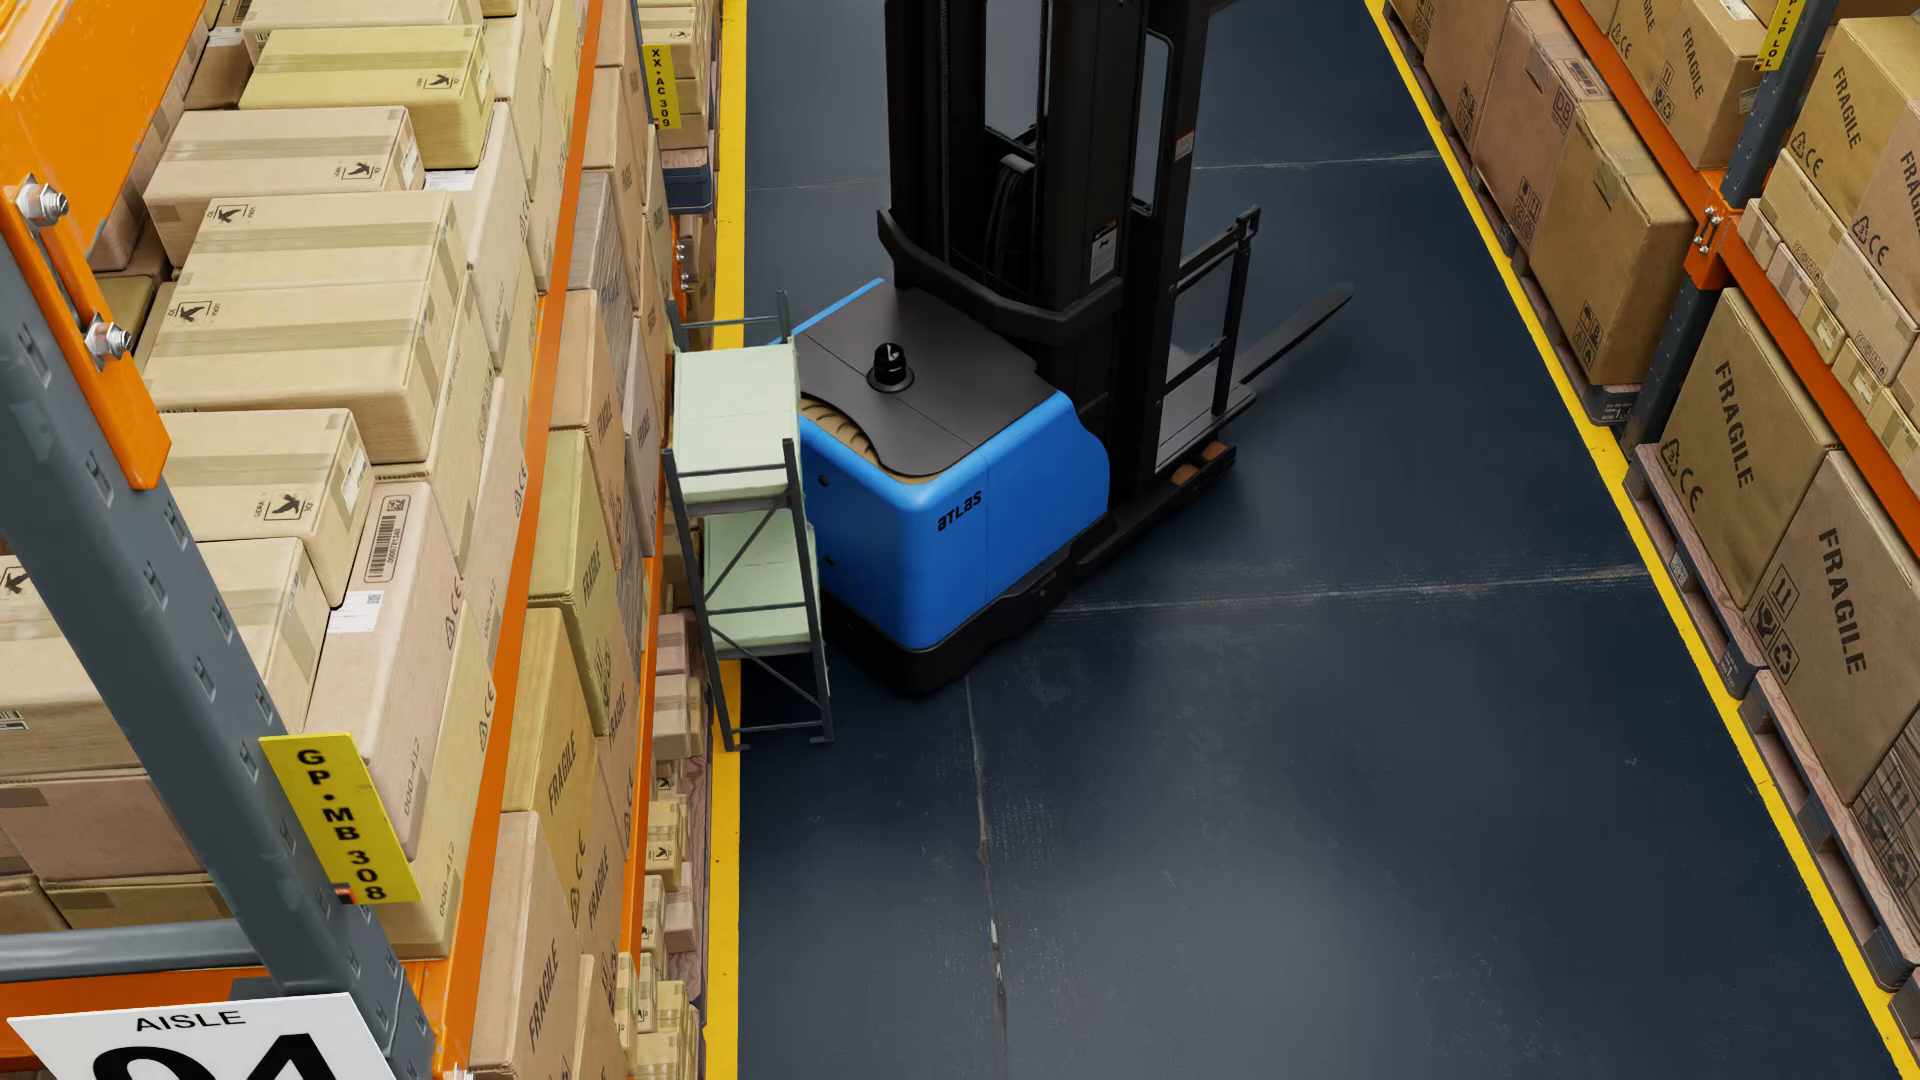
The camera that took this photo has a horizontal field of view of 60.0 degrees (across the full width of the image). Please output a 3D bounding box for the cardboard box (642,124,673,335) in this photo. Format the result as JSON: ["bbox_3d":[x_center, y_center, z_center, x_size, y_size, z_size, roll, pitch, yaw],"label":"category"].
[{"bbox_3d":[-1.241,-1.016,5.509,0.500,0.500,0.500,-3,47,-3],"label":"cardboard box"}]

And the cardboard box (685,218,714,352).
[{"bbox_3d":[-1.361,-1.048,7.245,0.500,0.500,0.500,-2,47,-2],"label":"cardboard box"}]

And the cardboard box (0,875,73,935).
[{"bbox_3d":[-1.530,0.389,2.490,0.500,0.250,0.500,-4,47,-4],"label":"cardboard box"}]

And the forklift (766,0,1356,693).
[{"bbox_3d":[0.534,-1.403,6.197,1.130,2.935,3.031,35,56,29],"label":"forklift"}]

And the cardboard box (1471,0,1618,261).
[{"bbox_3d":[3.239,-1.963,7.854,1.225,0.875,0.875,-5,47,-5],"label":"cardboard box"}]

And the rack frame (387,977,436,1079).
[{"bbox_3d":[-1.228,1.682,3.228,1.000,3.000,0.127,-3,47,-3],"label":"rack frame"}]

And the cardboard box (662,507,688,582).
[{"bbox_3d":[-1.185,0.023,6.064,0.380,0.149,0.250,-4,47,-4],"label":"cardboard box"}]

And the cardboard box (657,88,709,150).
[{"bbox_3d":[-1.138,-1.583,6.204,0.380,0.149,0.250,-6,47,-5],"label":"cardboard box"}]

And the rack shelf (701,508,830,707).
[{"bbox_3d":[-0.712,0.197,6.078,0.431,0.370,0.720,-5,46,-3],"label":"rack shelf"}]

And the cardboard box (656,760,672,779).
[{"bbox_3d":[-1.179,0.683,5.643,0.380,0.149,0.250,-5,47,-5],"label":"cardboard box"}]

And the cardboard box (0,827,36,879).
[{"bbox_3d":[-1.520,0.212,2.313,0.500,0.250,0.500,-5,47,-5],"label":"cardboard box"}]

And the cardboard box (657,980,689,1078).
[{"bbox_3d":[-1.005,1.455,4.912,0.380,0.149,0.250,-2,47,-2],"label":"cardboard box"}]

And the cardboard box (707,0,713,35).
[{"bbox_3d":[-1.204,-2.146,6.737,0.380,0.149,0.250,-3,47,-3],"label":"cardboard box"}]

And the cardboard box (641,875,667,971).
[{"bbox_3d":[-1.087,1.155,4.991,0.380,0.149,0.250,-2,47,-2],"label":"cardboard box"}]

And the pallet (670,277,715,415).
[{"bbox_3d":[-1.630,-0.817,7.515,1.003,0.211,1.213,-3,47,-3],"label":"pallet"}]

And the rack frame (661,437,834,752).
[{"bbox_3d":[-0.685,0.233,5.590,0.400,1.500,0.023,-5,46,-3],"label":"rack frame"}]

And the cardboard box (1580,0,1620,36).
[{"bbox_3d":[2.991,-2.533,7.151,0.500,0.500,0.500,-4,47,-4],"label":"cardboard box"}]

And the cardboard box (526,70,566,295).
[{"bbox_3d":[-1.139,-0.766,3.583,0.500,0.250,0.500,-4,47,-3],"label":"cardboard box"}]

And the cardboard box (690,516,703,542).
[{"bbox_3d":[-1.185,-0.075,6.361,0.380,0.149,0.250,-6,47,-5],"label":"cardboard box"}]

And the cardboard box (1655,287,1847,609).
[{"bbox_3d":[3.363,-0.372,6.347,0.875,0.875,0.875,-3,47,-3],"label":"cardboard box"}]

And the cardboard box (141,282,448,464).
[{"bbox_3d":[-0.982,-0.242,2.468,0.380,0.149,0.250,-4,47,-3],"label":"cardboard box"}]

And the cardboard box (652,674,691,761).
[{"bbox_3d":[-1.092,0.600,5.517,0.380,0.149,0.250,-5,47,-5],"label":"cardboard box"}]

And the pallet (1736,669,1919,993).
[{"bbox_3d":[3.479,0.958,5.834,1.003,0.211,1.213,-3,47,-3],"label":"pallet"}]

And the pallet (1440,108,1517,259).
[{"bbox_3d":[3.143,-1.920,8.560,1.003,0.211,1.213,-3,47,-3],"label":"pallet"}]

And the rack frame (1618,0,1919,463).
[{"bbox_3d":[3.388,-1.441,6.185,1.000,3.000,0.127,-3,47,-3],"label":"rack frame"}]

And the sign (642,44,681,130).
[{"bbox_3d":[-1.023,-1.549,5.691,0.100,0.325,0.005,-3,47,-3],"label":"sign"}]

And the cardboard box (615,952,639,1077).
[{"bbox_3d":[-0.961,1.134,3.919,0.380,0.149,0.250,-5,47,-4],"label":"cardboard box"}]

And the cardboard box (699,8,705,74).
[{"bbox_3d":[-1.161,-1.873,6.273,0.380,0.149,0.250,-4,47,-4],"label":"cardboard box"}]

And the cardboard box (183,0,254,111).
[{"bbox_3d":[-1.635,-0.894,3.361,0.500,0.250,0.500,-5,47,-5],"label":"cardboard box"}]

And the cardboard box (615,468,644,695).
[{"bbox_3d":[-1.138,0.094,4.458,0.500,0.500,0.500,-5,47,-4],"label":"cardboard box"}]

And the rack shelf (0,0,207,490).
[{"bbox_3d":[-1.396,-1.580,2.682,1.077,0.370,4.000,-3,47,-3],"label":"rack shelf"}]

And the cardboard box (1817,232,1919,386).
[{"bbox_3d":[3.203,-0.775,5.453,0.500,0.250,0.500,-4,47,-3],"label":"cardboard box"}]

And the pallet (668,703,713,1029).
[{"bbox_3d":[-1.366,1.115,5.685,1.003,0.211,1.213,-3,47,-3],"label":"pallet"}]

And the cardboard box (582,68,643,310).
[{"bbox_3d":[-1.206,-0.995,4.801,0.500,0.500,0.500,-5,47,-5],"label":"cardboard box"}]

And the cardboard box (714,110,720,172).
[{"bbox_3d":[-1.482,-2.173,8.311,0.500,0.500,0.500,-5,47,-5],"label":"cardboard box"}]

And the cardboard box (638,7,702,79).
[{"bbox_3d":[-1.138,-1.788,5.988,0.380,0.149,0.250,-1,47,-1],"label":"cardboard box"}]

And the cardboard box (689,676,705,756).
[{"bbox_3d":[-1.104,0.635,5.893,0.380,0.149,0.250,-4,47,-3],"label":"cardboard box"}]

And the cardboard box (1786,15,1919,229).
[{"bbox_3d":[3.173,-1.387,5.516,0.500,0.500,0.500,-3,47,-3],"label":"cardboard box"}]

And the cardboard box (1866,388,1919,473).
[{"bbox_3d":[3.171,-0.364,5.339,0.380,0.149,0.250,-4,47,-4],"label":"cardboard box"}]

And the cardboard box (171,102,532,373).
[{"bbox_3d":[-1.081,-0.547,3.032,0.500,0.250,0.500,-3,47,-3],"label":"cardboard box"}]

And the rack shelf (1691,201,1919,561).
[{"bbox_3d":[3.555,0.254,5.076,1.077,0.370,4.000,-3,47,-3],"label":"rack shelf"}]

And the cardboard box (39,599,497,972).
[{"bbox_3d":[-1.011,0.362,2.516,0.500,0.250,0.500,-2,47,-2],"label":"cardboard box"}]

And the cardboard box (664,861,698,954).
[{"bbox_3d":[-1.047,1.200,5.359,0.380,0.149,0.250,-6,47,-5],"label":"cardboard box"}]

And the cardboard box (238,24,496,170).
[{"bbox_3d":[-1.056,-0.794,2.991,0.380,0.149,0.250,-2,47,-2],"label":"cardboard box"}]

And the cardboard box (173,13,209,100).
[{"bbox_3d":[-1.656,-0.944,3.133,0.380,0.149,0.250,-5,47,-4],"label":"cardboard box"}]

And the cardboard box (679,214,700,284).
[{"bbox_3d":[-1.362,-1.306,6.973,0.500,0.250,0.500,-5,47,-5],"label":"cardboard box"}]

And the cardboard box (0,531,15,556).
[{"bbox_3d":[-1.493,-0.013,2.251,0.380,0.149,0.250,-3,47,-3],"label":"cardboard box"}]

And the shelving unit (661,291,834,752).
[{"bbox_3d":[-0.722,-0.028,5.843,0.431,1.500,0.755,-5,46,-3],"label":"shelving unit"}]

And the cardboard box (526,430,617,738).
[{"bbox_3d":[-1.071,0.118,3.747,0.500,0.500,0.500,-4,47,-4],"label":"cardboard box"}]

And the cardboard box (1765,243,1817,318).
[{"bbox_3d":[3.103,-0.930,5.874,0.380,0.149,0.250,-5,47,-5],"label":"cardboard box"}]

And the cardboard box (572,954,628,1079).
[{"bbox_3d":[-0.991,1.203,3.407,0.500,0.500,0.500,-1,47,-1],"label":"cardboard box"}]
